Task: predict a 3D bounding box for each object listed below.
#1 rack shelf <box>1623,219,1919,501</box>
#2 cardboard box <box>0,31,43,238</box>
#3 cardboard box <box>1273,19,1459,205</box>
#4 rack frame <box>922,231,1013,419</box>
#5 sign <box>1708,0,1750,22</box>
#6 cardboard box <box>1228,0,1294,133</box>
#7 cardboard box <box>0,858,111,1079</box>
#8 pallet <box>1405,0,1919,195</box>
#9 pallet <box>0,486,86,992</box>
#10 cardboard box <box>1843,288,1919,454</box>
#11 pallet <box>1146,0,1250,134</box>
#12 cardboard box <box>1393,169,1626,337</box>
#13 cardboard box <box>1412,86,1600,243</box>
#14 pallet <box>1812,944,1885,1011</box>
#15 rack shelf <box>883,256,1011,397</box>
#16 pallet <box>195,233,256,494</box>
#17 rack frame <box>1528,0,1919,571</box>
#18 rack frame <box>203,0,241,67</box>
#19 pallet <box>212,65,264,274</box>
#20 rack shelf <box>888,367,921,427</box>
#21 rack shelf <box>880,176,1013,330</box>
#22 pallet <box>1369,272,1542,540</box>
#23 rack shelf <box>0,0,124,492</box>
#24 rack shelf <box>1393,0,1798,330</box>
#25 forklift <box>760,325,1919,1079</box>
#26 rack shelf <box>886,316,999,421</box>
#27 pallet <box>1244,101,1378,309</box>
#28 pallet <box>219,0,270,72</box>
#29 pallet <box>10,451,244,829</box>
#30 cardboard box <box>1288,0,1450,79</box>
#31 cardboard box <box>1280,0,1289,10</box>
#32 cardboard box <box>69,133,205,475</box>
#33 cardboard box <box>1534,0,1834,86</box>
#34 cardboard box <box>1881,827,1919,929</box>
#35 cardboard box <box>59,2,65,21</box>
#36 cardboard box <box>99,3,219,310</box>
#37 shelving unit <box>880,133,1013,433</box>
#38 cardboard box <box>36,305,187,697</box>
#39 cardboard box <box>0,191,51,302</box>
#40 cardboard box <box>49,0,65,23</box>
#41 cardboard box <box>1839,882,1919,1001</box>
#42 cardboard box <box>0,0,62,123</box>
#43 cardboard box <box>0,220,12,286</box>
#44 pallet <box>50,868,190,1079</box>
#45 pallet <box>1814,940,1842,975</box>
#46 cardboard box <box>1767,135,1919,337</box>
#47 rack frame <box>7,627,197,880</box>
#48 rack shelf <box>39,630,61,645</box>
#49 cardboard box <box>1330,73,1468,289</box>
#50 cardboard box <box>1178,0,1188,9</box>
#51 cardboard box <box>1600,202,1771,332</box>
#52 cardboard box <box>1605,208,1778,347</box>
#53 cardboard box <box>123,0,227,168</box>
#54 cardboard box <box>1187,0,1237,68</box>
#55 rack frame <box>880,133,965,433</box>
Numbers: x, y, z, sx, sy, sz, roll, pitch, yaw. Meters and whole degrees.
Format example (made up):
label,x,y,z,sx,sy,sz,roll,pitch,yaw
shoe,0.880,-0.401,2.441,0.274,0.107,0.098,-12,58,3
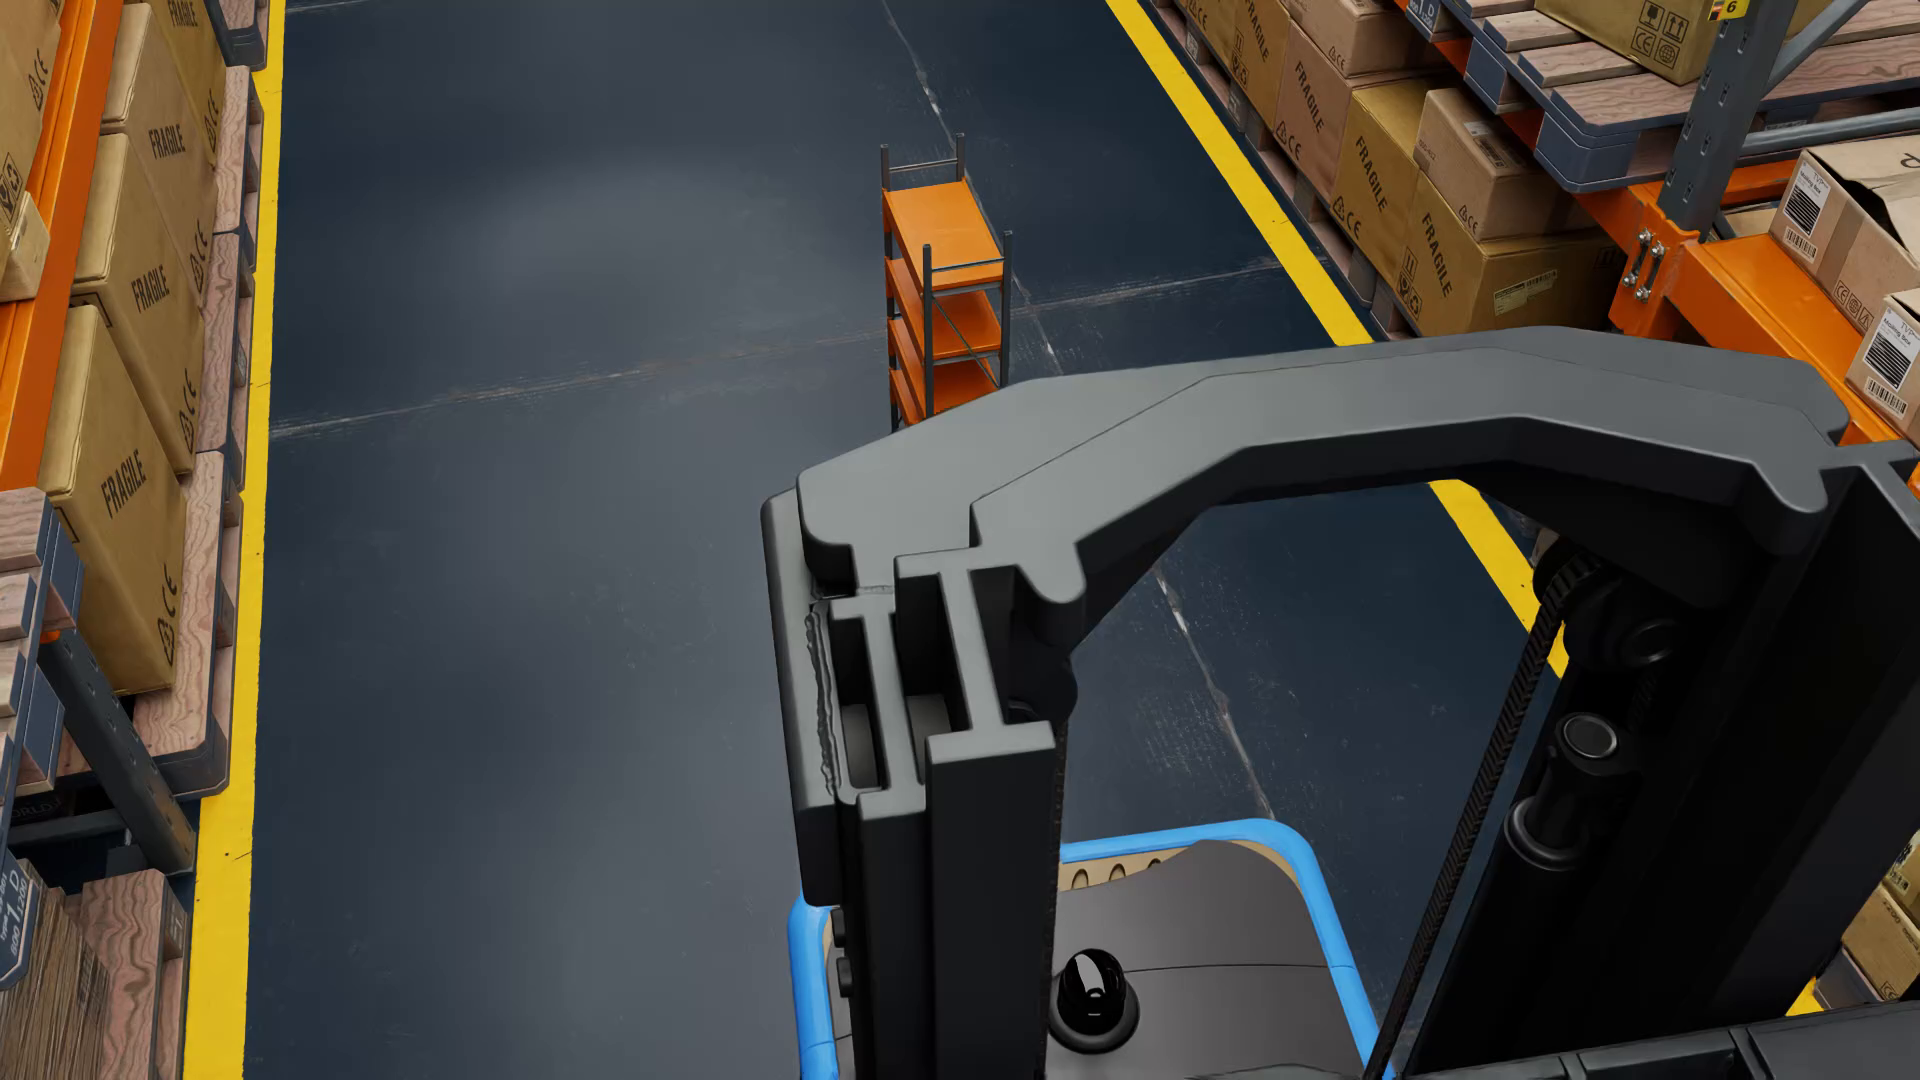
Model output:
label,x,y,z,sx,sy,sz,roll,pitch,yaw
rack shelf,2.781,0.603,3.062,1.077,0.370,4.000,-11,47,-10
cardboard box,-2.521,-1.013,3.850,0.500,0.500,0.500,-9,46,-9
cardboard box,1.530,-1.630,6.189,0.500,0.500,0.500,-12,47,-12
rack frame,0.020,-0.366,4.768,0.240,1.200,0.015,-11,47,-10
sign,1.747,-1.301,3.670,0.100,0.325,0.005,-11,47,-10
cardboard box,1.401,-1.979,6.531,0.500,0.500,0.500,-10,46,-10
cardboard box,-2.284,1.087,3.526,0.700,0.500,0.500,-10,46,-10
pallet,2.028,-1.418,4.673,1.213,0.211,1.003,-11,47,-10
pallet,-2.233,0.418,2.874,1.213,0.211,1.003,-11,47,-10
cardboard box,2.311,-0.345,3.551,0.500,0.311,0.500,-11,47,-11
pallet,1.490,-2.260,7.318,1.003,0.211,1.213,-11,47,-10
cardboard box,1.803,-0.911,5.485,0.500,0.500,0.500,-9,46,-9
cardboard box,1.784,-1.212,5.255,0.500,0.250,0.500,-9,46,-9
pallet,2.751,1.363,3.767,1.003,0.211,1.213,-11,47,-10
rack shelf,-0.042,-0.644,4.822,0.258,0.148,0.480,-11,47,-10
pallet,-2.956,-0.544,5.635,1.003,0.211,1.213,-11,47,-10
rack frame,2.269,-1.030,4.159,1.000,3.000,0.127,-11,47,-10
rack frame,-3.543,-2.883,5.975,1.000,3.000,0.127,-11,47,-10
pallet,-3.272,-1.388,6.462,1.003,0.211,1.213,-11,47,-10
rack shelf,-0.042,-0.348,5.123,0.258,0.148,0.480,-11,47,-10
rack shelf,-0.042,-0.809,4.653,0.258,0.148,0.480,-11,47,-10
pallet,2.114,-0.576,5.667,1.003,0.211,1.213,-11,47,-10
rack shelf,-3.031,-1.250,4.879,1.077,0.370,4.000,-11,47,-10
rack shelf,1.757,-2.159,5.769,1.077,0.370,4.000,-11,47,-10
forklift,0.405,1.353,1.872,1.130,2.935,3.031,-7,46,-6
rack shelf,-0.042,-0.487,4.982,0.258,0.148,0.480,-11,47,-10
pallet,1.806,-1.417,6.491,1.003,0.211,1.213,-11,47,-10
pallet,-3.662,-2.446,7.499,1.003,0.211,1.213,-11,47,-10
pallet,-2.648,0.297,4.811,1.003,0.211,1.213,-11,47,-10
cardboard box,1.518,-1.918,5.946,0.500,0.250,0.500,-12,47,-11
cardboard box,1.389,-2.264,6.285,0.500,0.250,0.500,-11,47,-10
cardboard box,-2.798,-0.653,5.001,0.750,0.750,0.750,-11,47,-11
cardboard box,1.999,-1.626,4.379,0.700,0.500,0.500,-26,51,-23
cardboard box,2.390,0.719,3.684,0.500,0.311,0.500,-12,47,-11
cardboard box,-2.843,-1.550,4.830,0.380,0.149,0.250,-9,46,-9
cardboard box,-3.020,-1.239,5.575,0.750,0.750,0.750,-9,46,-9
shelving unit,-0.042,-0.534,4.933,0.258,1.200,0.503,-11,47,-10
cardboard box,-2.580,-0.047,4.407,0.750,0.750,0.750,-11,47,-11
cardboard box,-2.421,-0.684,3.982,0.380,0.149,0.250,-9,46,-9
cardboard box,-2.788,-1.714,4.537,0.500,0.500,0.500,-10,46,-9
cardboard box,2.388,0.906,3.893,0.500,0.250,0.500,-12,47,-11
cardboard box,-2.647,-1.356,4.186,0.500,0.500,0.500,-11,47,-10
cardboard box,-2.396,-0.649,3.494,0.500,0.500,0.500,-9,46,-9
pallet,-2.320,1.395,3.735,1.003,0.211,1.213,-11,47,-10
pallet,2.442,0.522,4.591,1.003,0.211,1.213,-11,47,-10
cardboard box,2.320,-0.739,3.937,0.500,0.311,0.500,-8,46,-8
rack frame,-2.519,-0.121,3.269,1.000,3.000,0.127,-11,47,-10
rack shelf,-2.007,1.511,2.172,1.077,0.370,4.000,-11,47,-10
cardboard box,1.670,-1.269,5.835,0.500,0.500,0.500,-12,47,-12
cardboard box,1.133,-2.692,7.230,0.500,0.500,0.500,-13,47,-12
cardboard box,2.289,-1.036,5.607,0.500,0.500,0.500,-12,47,-12
cardboard box,2.429,-0.675,5.254,0.500,0.500,0.500,-9,46,-9
cardboard box,-3.251,-1.852,6.176,0.750,0.750,0.750,-10,46,-10
cardboard box,1.281,-2.325,6.871,0.500,0.500,0.500,-10,46,-10
rack frame,-0.105,-0.703,5.099,0.240,1.200,0.015,-11,47,-10
